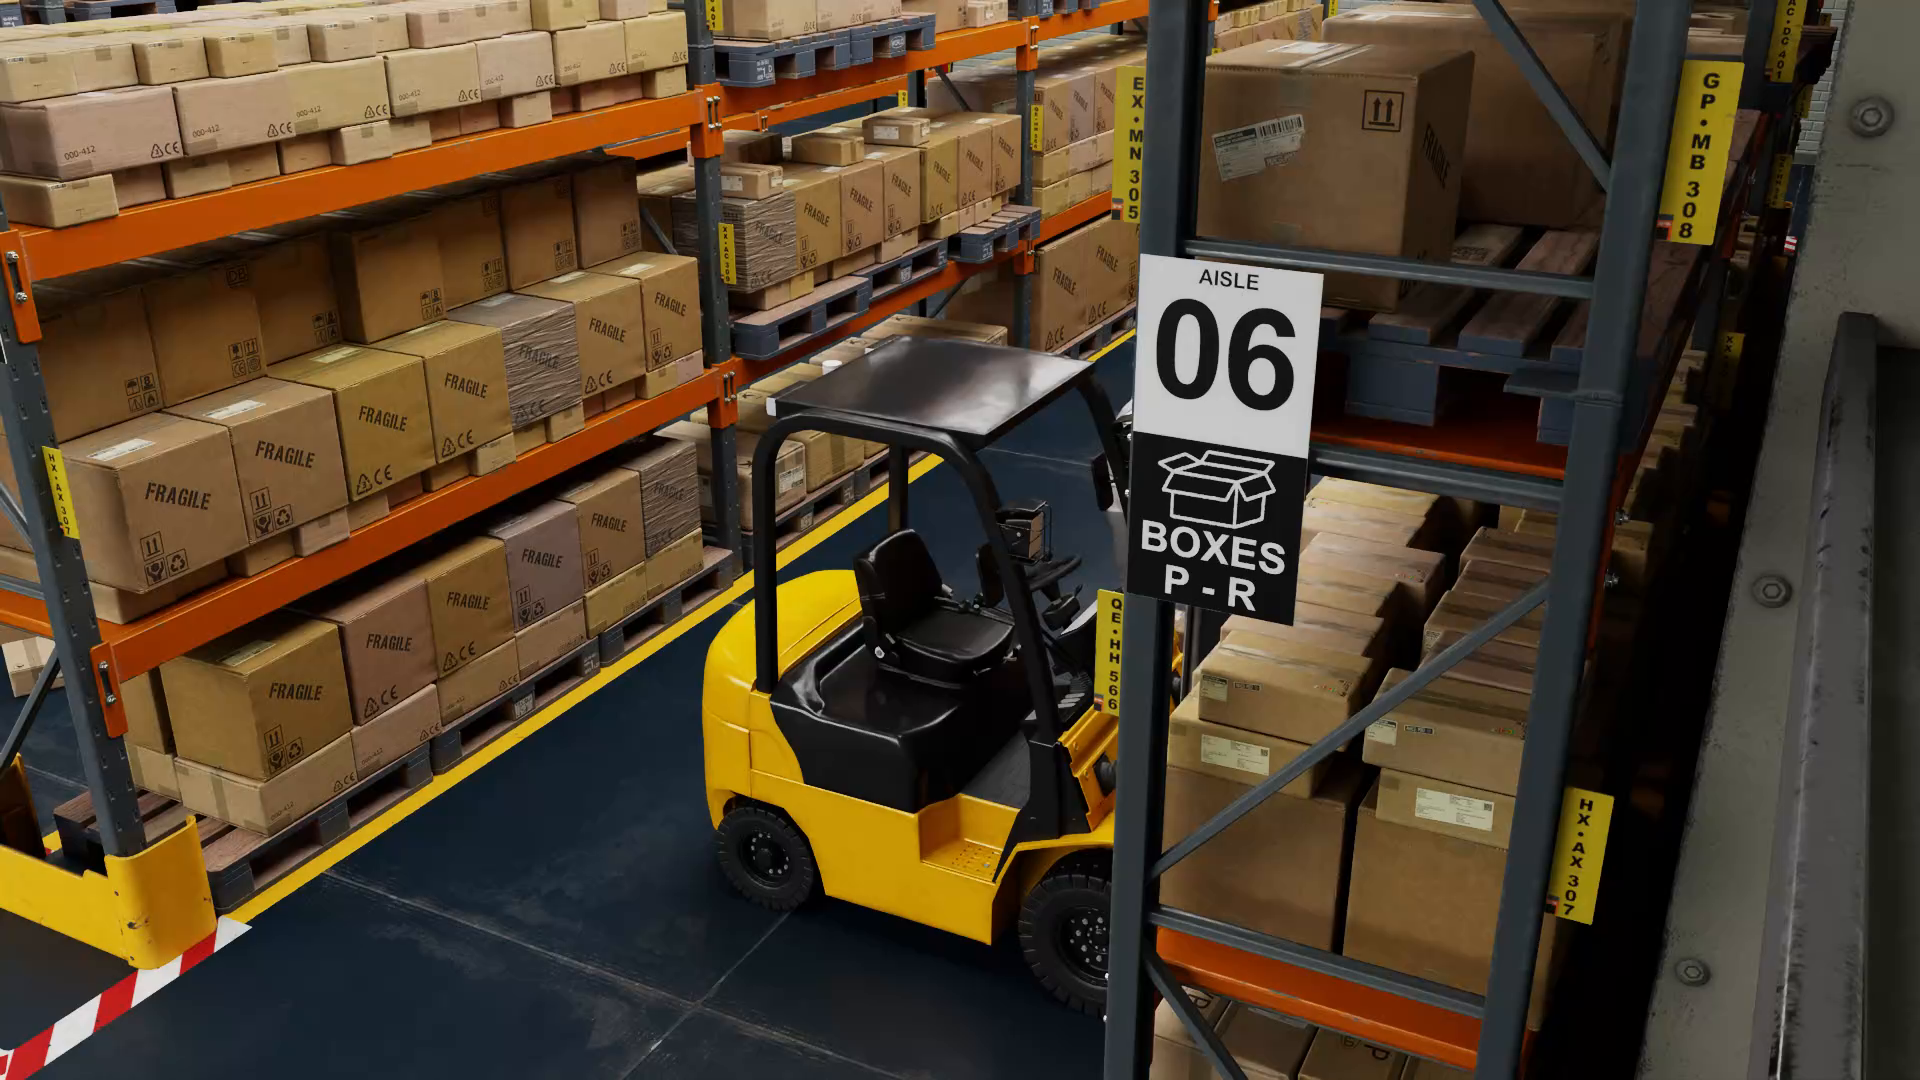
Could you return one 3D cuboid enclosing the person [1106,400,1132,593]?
[{"bbox_3d":[0.956,-0.144,8.509,0.428,1.658,0.527,10,25,21],"label":"person"}]
